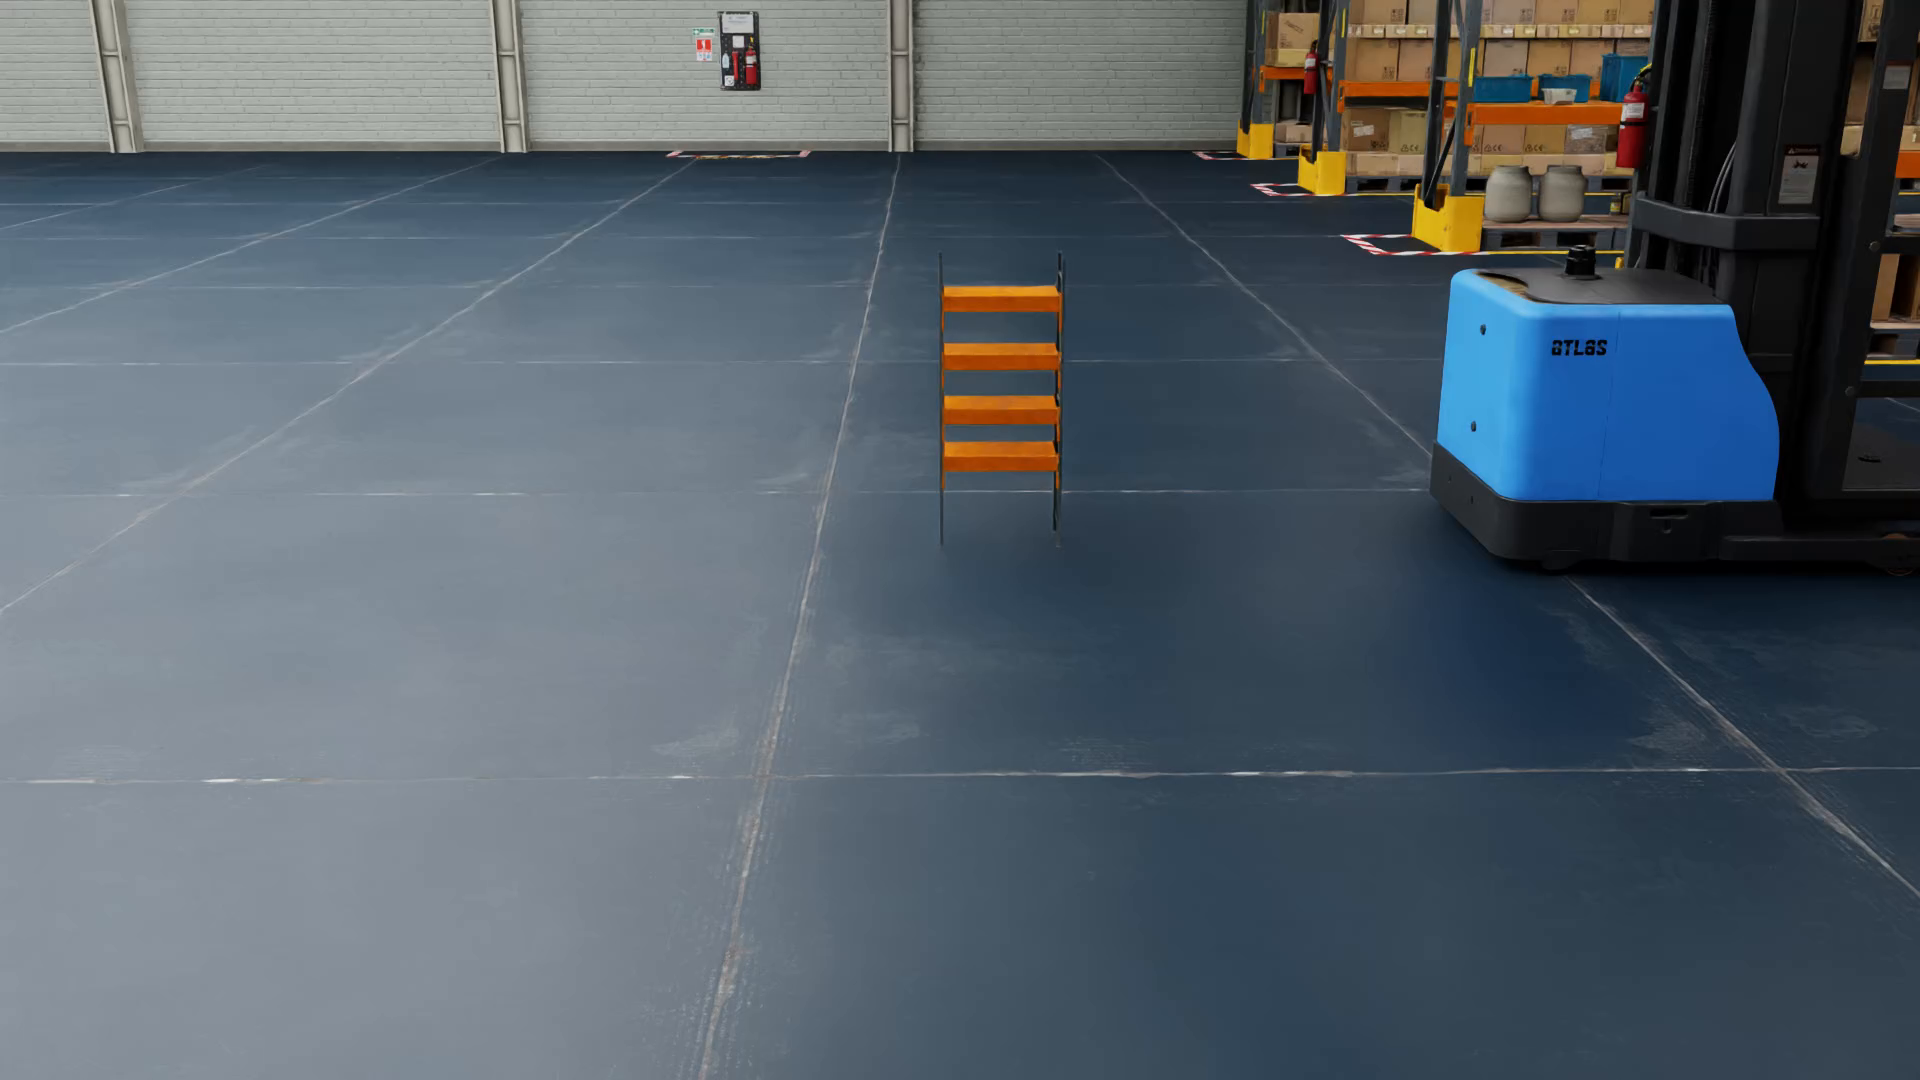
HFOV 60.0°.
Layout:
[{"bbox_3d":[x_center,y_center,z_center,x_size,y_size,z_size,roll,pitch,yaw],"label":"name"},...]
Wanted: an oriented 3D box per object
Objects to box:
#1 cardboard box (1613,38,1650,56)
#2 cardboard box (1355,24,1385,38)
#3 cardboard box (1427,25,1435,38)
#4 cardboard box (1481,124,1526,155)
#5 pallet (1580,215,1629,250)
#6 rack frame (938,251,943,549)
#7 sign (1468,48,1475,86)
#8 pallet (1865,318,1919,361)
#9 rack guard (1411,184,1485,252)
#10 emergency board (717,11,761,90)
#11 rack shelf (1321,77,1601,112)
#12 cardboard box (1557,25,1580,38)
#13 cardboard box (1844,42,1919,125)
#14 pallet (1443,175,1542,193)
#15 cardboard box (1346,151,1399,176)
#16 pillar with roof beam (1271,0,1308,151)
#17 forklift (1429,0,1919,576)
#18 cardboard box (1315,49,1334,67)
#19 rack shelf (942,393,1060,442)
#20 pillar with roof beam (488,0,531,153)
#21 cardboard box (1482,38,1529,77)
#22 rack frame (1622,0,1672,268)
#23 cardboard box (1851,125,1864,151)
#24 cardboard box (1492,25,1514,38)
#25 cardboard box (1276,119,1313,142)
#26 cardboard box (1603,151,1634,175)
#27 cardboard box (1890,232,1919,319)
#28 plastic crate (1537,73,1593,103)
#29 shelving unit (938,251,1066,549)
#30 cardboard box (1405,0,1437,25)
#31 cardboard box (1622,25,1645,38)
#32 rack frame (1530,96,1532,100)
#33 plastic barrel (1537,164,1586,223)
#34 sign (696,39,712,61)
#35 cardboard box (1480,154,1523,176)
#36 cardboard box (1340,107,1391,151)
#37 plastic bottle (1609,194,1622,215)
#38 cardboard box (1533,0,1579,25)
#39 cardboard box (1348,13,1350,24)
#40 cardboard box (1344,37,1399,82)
[{"bbox_3d":[8.032,-5.821,20.119,0.500,0.500,0.700,-1,18,-2],"label":"cardboard box"},{"bbox_3d":[4.872,-6.051,19.773,0.250,0.149,0.380,0,18,-1],"label":"cardboard box"},{"bbox_3d":[5.637,-6.054,19.784,0.250,0.149,0.380,-1,18,-2],"label":"cardboard box"},{"bbox_3d":[6.516,-4.947,20.144,0.500,0.500,0.500,0,18,-1],"label":"cardboard box"},{"bbox_3d":[6.655,-2.939,15.865,1.213,0.211,1.003,0,18,-1],"label":"pallet"},{"bbox_3d":[-0.078,-0.571,6.863,0.015,1.200,0.240,0,18,-1],"label":"rack frame"},{"bbox_3d":[4.555,-4.209,14.805,0.005,0.325,0.100,0,18,-1],"label":"sign"},{"bbox_3d":[5.518,-1.398,11.061,1.213,0.211,1.003,0,18,-1],"label":"pallet"},{"bbox_3d":[4.626,-3.070,15.798,0.348,0.500,1.175,0,18,-1],"label":"rack guard"},{"bbox_3d":[-3.390,-7.509,25.546,0.643,1.169,0.194,0,18,-1],"label":"emergency board"},{"bbox_3d":[6.476,-5.425,20.227,4.000,0.370,1.077,0,18,-1],"label":"rack shelf"},{"bbox_3d":[7.190,-6.063,19.811,0.250,0.149,0.380,0,18,-1],"label":"cardboard box"},{"bbox_3d":[5.677,-2.955,10.698,0.500,0.500,0.875,0,18,-1],"label":"cardboard box"},{"bbox_3d":[6.457,-4.452,20.580,1.213,0.211,1.003,0,18,-1],"label":"pallet"},{"bbox_3d":[5.016,-4.583,20.239,0.500,0.250,0.500,0,18,-1],"label":"cardboard box"},{"bbox_3d":[5.148,-9.080,20.622,0.400,9.000,9.100,0,18,-1],"label":"pillar with roof beam"},{"bbox_3d":[3.630,-1.415,6.660,3.031,2.935,1.130,0,18,-1],"label":"forklift"},{"bbox_3d":[5.406,-7.121,24.549,0.500,0.250,0.500,-1,18,-3],"label":"cardboard box"},{"bbox_3d":[0.166,-0.508,6.887,0.480,0.148,0.258,0,18,-1],"label":"rack shelf"},{"bbox_3d":[-6.850,-9.023,20.442,0.400,9.000,9.100,0,18,-1],"label":"pillar with roof beam"},{"bbox_3d":[6.491,-5.812,20.092,0.500,0.500,0.700,0,18,1],"label":"cardboard box"},{"bbox_3d":[4.629,-2.733,10.655,0.127,3.000,1.000,0,18,-1],"label":"rack frame"},{"bbox_3d":[5.668,-2.541,10.469,0.250,0.149,0.380,0,18,-1],"label":"cardboard box"},{"bbox_3d":[6.409,-6.058,19.796,0.250,0.149,0.380,0,18,0],"label":"cardboard box"},{"bbox_3d":[5.087,-6.176,25.071,0.500,0.311,0.500,-2,18,-7],"label":"cardboard box"},{"bbox_3d":[8.015,-4.599,20.288,0.500,0.250,0.500,0,18,-1],"label":"cardboard box"},{"bbox_3d":[6.477,-1.751,10.999,0.500,0.500,0.500,1,18,4],"label":"cardboard box"},{"bbox_3d":[5.696,-4.270,15.690,0.408,0.251,0.499,0,18,-1],"label":"plastic crate"},{"bbox_3d":[0.166,-0.572,6.867,0.503,1.200,0.258,0,18,-1],"label":"shelving unit"},{"bbox_3d":[5.522,-6.426,19.882,0.500,0.500,0.700,-1,18,-2],"label":"cardboard box"},{"bbox_3d":[7.960,-6.067,19.823,0.250,0.149,0.380,-1,18,-2],"label":"cardboard box"},{"bbox_3d":[8.394,-7.290,24.863,0.127,3.000,1.000,0,18,-1],"label":"rack frame"},{"bbox_3d":[5.709,-3.289,15.777,0.421,0.512,0.421,0,18,0],"label":"plastic barrel"},{"bbox_3d":[-3.945,-7.555,25.630,0.234,0.329,0.001,0,18,-1],"label":"sign"},{"bbox_3d":[6.516,-4.590,20.260,0.500,0.250,0.500,0,18,-1],"label":"cardboard box"},{"bbox_3d":[5.008,-5.099,20.619,0.500,0.500,0.500,0,18,-1],"label":"cardboard box"},{"bbox_3d":[6.380,-3.265,16.176,0.097,0.201,0.097,0,18,0],"label":"plastic bottle"},{"bbox_3d":[7.026,-6.434,19.905,0.500,0.500,0.700,0,18,-1],"label":"cardboard box"},{"bbox_3d":[5.887,-7.477,24.429,0.500,0.500,0.500,-1,18,-3],"label":"cardboard box"},{"bbox_3d":[4.943,-5.804,20.066,0.500,0.500,0.700,0,18,-1],"label":"cardboard box"}]
